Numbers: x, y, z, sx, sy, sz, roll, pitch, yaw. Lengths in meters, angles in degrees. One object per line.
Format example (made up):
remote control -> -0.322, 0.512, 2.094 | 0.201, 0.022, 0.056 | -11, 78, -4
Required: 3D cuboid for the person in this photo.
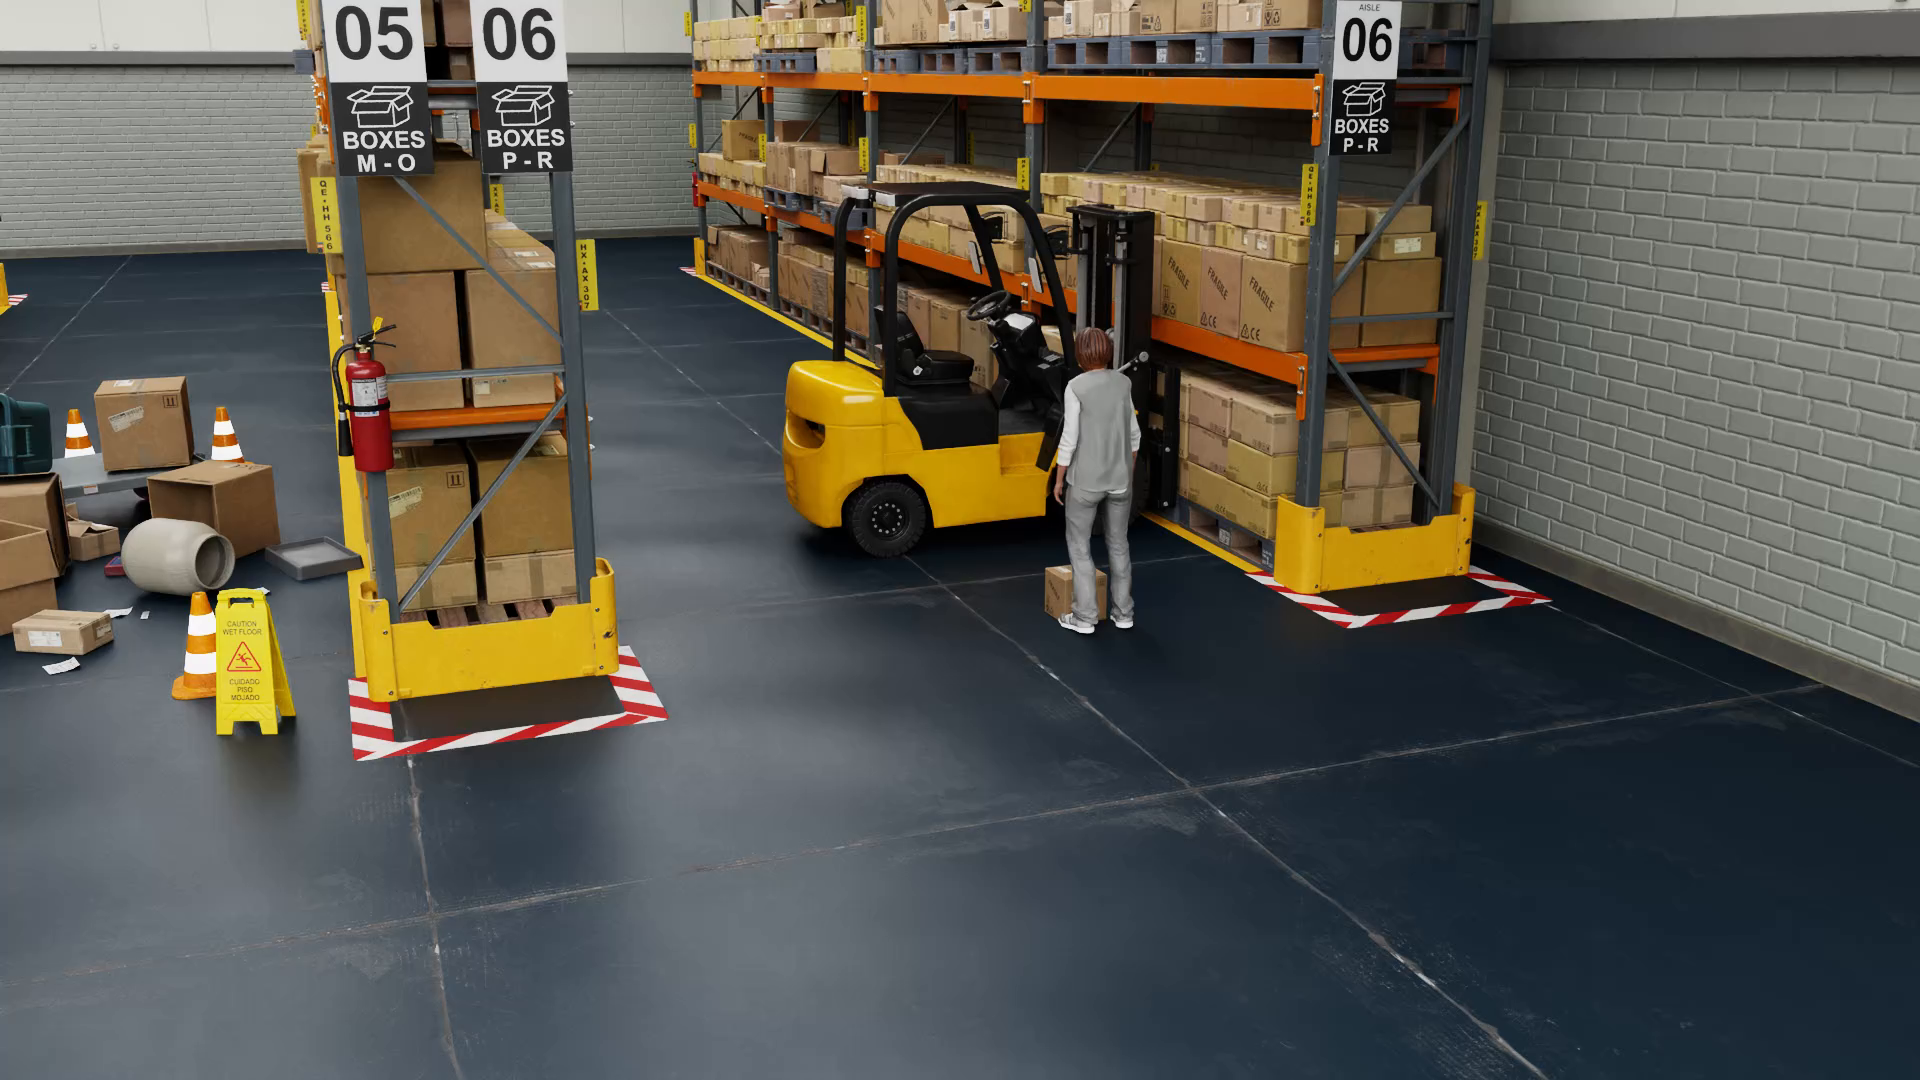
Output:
person -> 0.714, -0.298, 8.596 | 0.480, 1.593, 0.344 | -7, 17, -22
